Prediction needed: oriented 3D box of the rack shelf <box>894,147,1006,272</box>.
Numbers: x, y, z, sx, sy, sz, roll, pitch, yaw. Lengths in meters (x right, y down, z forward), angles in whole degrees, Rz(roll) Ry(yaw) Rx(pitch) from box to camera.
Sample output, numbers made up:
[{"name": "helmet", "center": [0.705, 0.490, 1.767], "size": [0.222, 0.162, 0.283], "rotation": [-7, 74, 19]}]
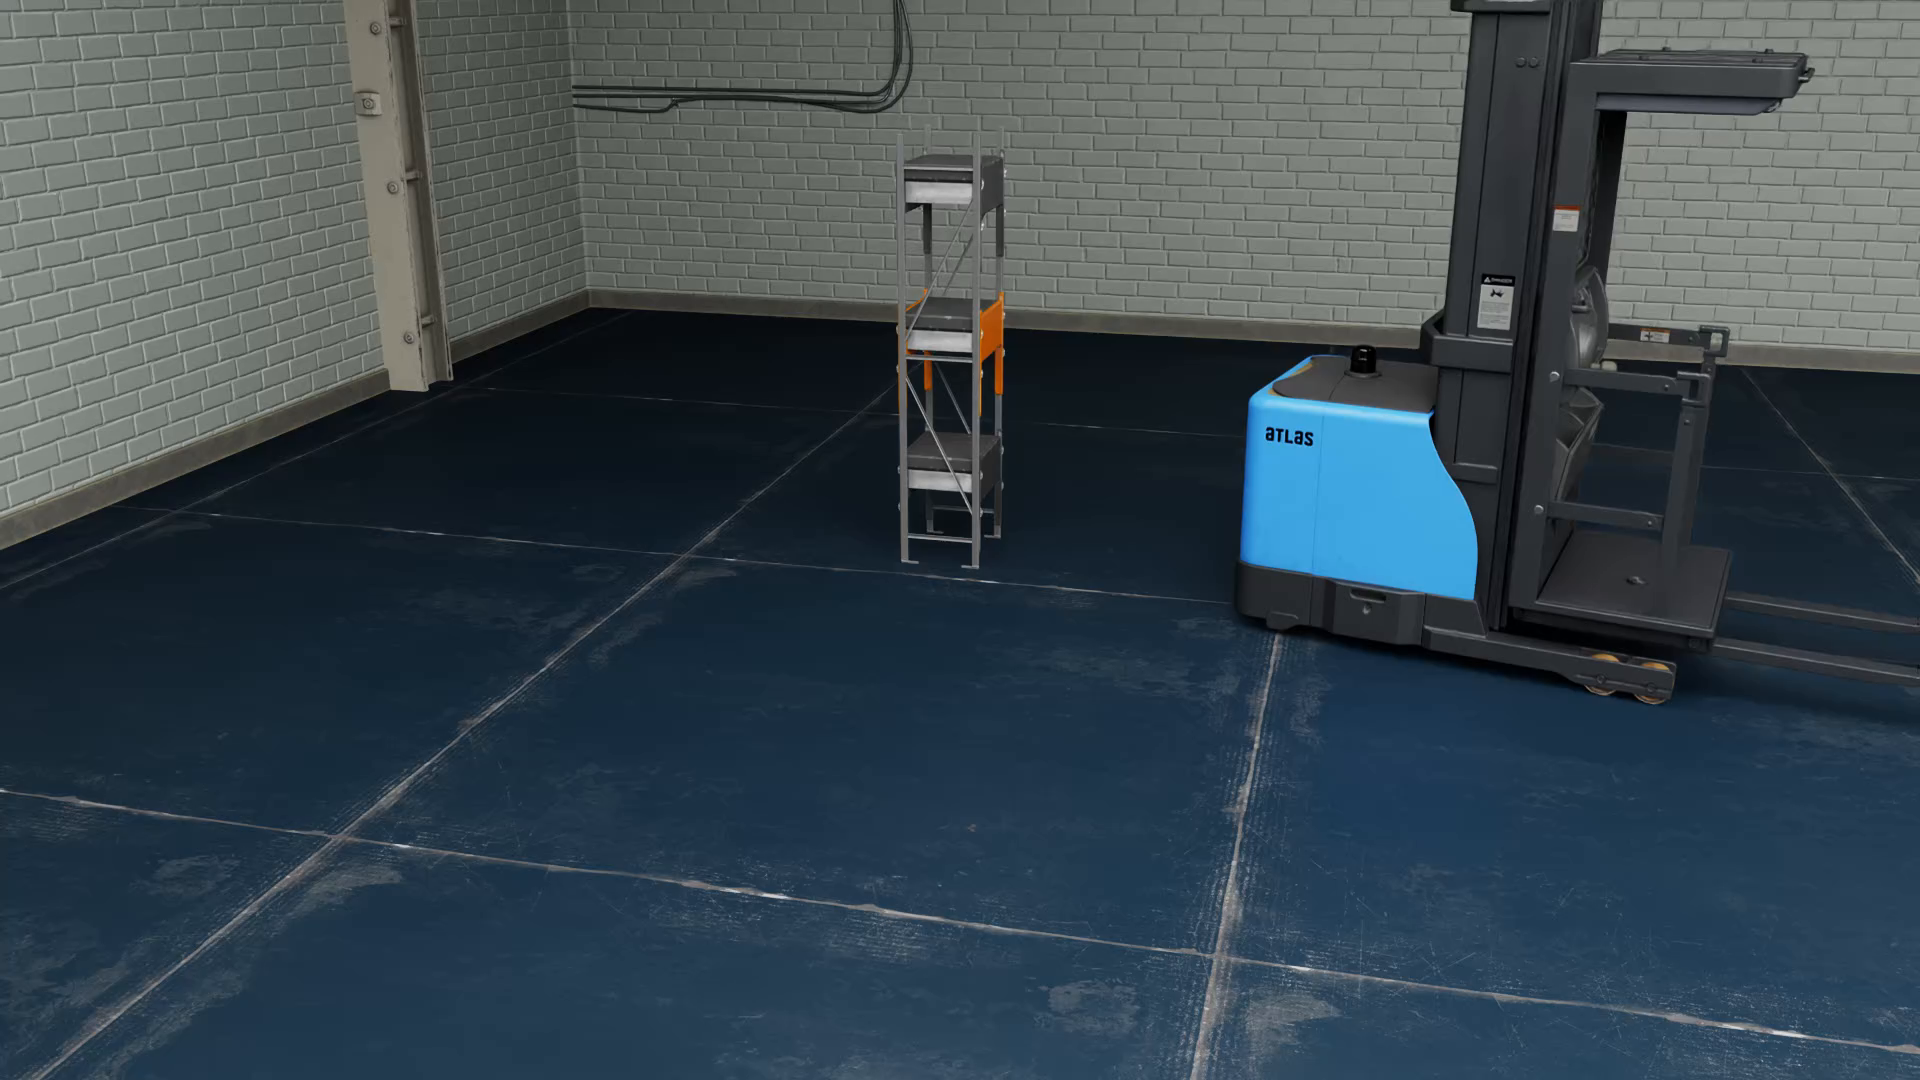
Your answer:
[{"name": "rack shelf", "center": [-0.040, -1.591, 7.974], "size": [0.431, 0.518, 0.480], "rotation": [5, 19, 13]}]

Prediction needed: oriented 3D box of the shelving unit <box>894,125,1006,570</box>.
[{"name": "shelving unit", "center": [-0.040, -0.942, 8.196], "size": [0.431, 2.100, 0.503], "rotation": [5, 19, 13]}]

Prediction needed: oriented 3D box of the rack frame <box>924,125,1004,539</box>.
[{"name": "rack frame", "center": [0.019, -1.018, 8.420], "size": [0.400, 2.100, 0.015], "rotation": [5, 19, 13]}]

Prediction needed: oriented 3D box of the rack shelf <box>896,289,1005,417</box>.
[{"name": "rack shelf", "center": [-0.040, -0.929, 8.201], "size": [0.431, 0.518, 0.480], "rotation": [5, 19, 13]}]

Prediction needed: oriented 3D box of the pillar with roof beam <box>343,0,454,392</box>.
[{"name": "pillar with roof beam", "center": [0.289, -5.042, 9.526], "size": [9.100, 9.000, 0.400], "rotation": [5, 19, 13]}]

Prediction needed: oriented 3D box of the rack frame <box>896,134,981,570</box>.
[{"name": "rack frame", "center": [-0.100, -0.865, 7.972], "size": [0.400, 2.100, 0.015], "rotation": [5, 19, 13]}]

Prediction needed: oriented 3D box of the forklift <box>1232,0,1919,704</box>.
[{"name": "forklift", "center": [2.785, -0.919, 6.844], "size": [3.031, 2.935, 1.130], "rotation": [10, 21, 26]}]

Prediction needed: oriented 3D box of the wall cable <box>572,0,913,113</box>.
[{"name": "wall cable", "center": [-1.884, -4.731, 13.421], "size": [3.097, 2.526, 0.112], "rotation": [5, 19, 13]}]

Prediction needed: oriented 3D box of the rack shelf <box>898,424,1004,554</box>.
[{"name": "rack shelf", "center": [-0.040, -0.266, 8.427], "size": [0.431, 0.518, 0.480], "rotation": [5, 19, 13]}]
